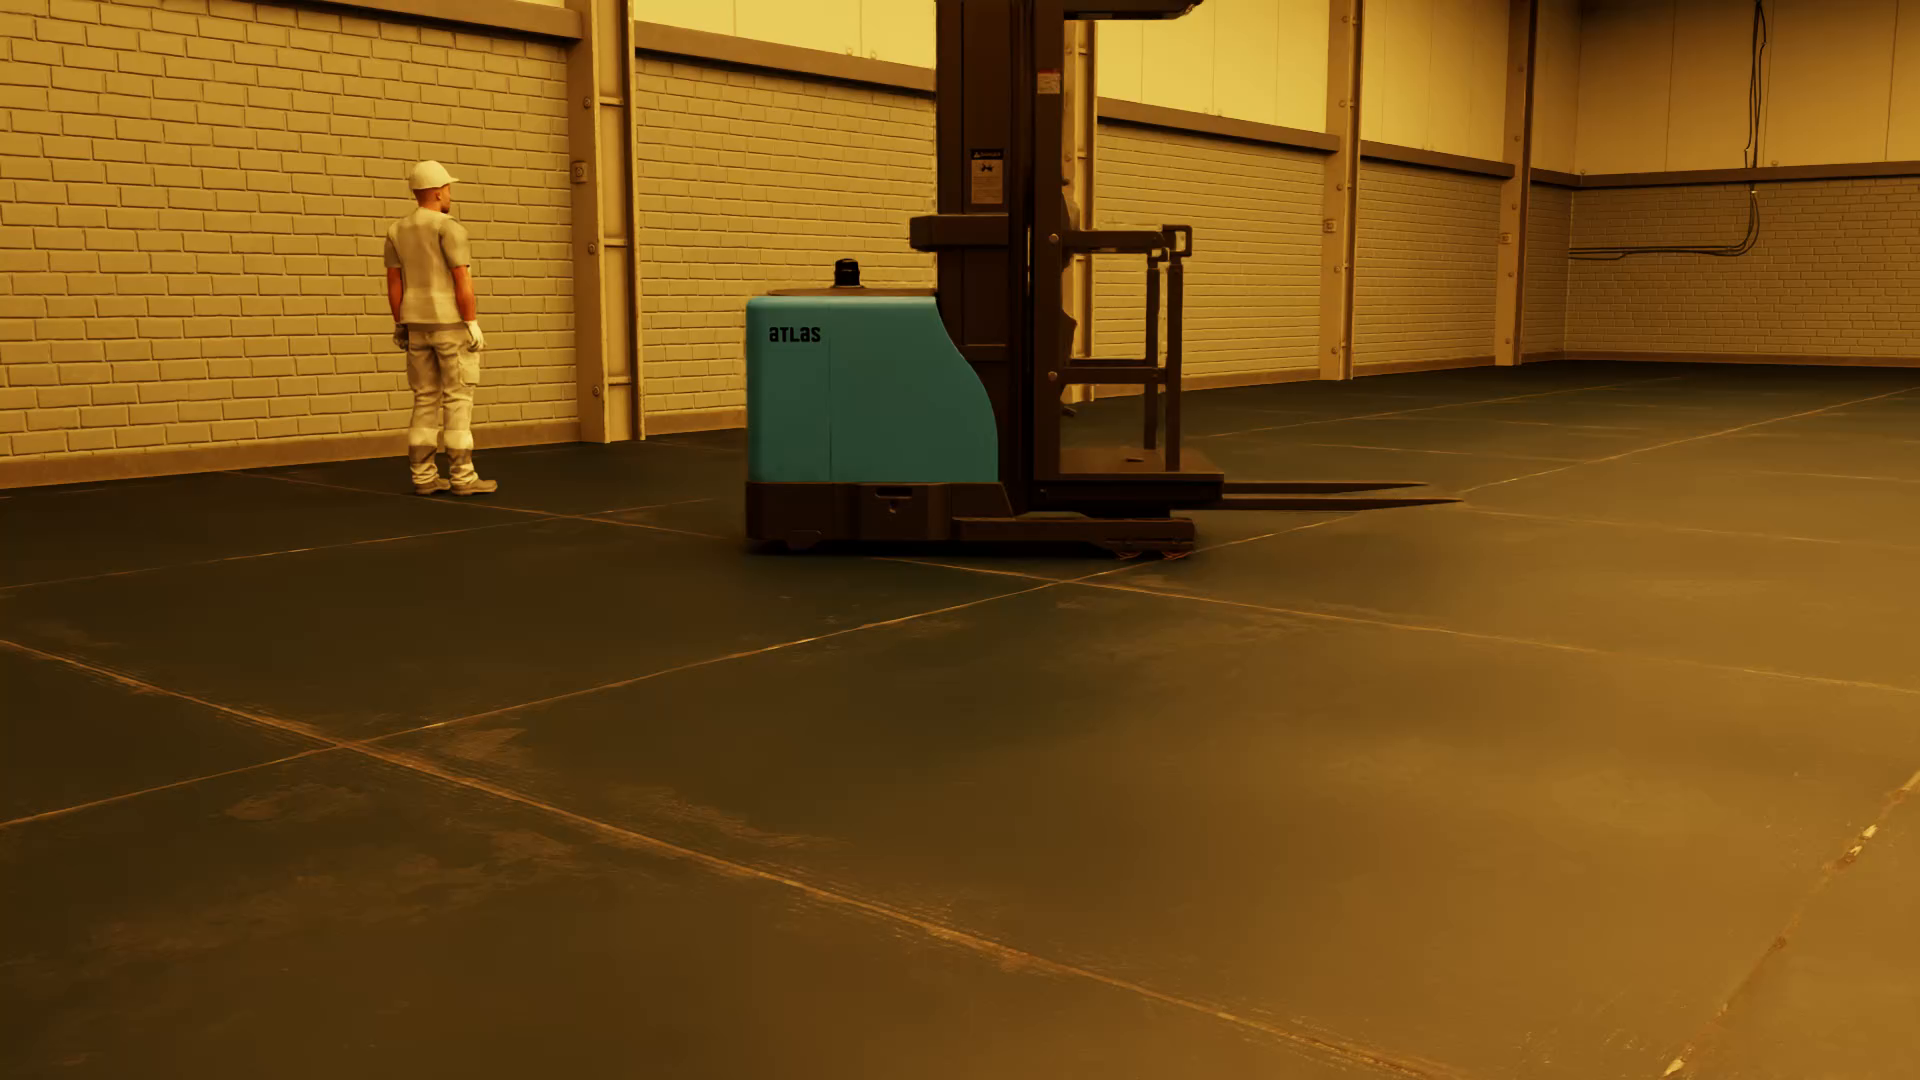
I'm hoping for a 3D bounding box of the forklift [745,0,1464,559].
[{"bbox_3d":[0.621,-1.451,7.197,3.031,2.935,1.130,0,8,1],"label":"forklift"}]

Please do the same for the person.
[{"bbox_3d":[-2.818,-1.144,9.042,0.580,1.795,0.364,3,9,22],"label":"person"}]
